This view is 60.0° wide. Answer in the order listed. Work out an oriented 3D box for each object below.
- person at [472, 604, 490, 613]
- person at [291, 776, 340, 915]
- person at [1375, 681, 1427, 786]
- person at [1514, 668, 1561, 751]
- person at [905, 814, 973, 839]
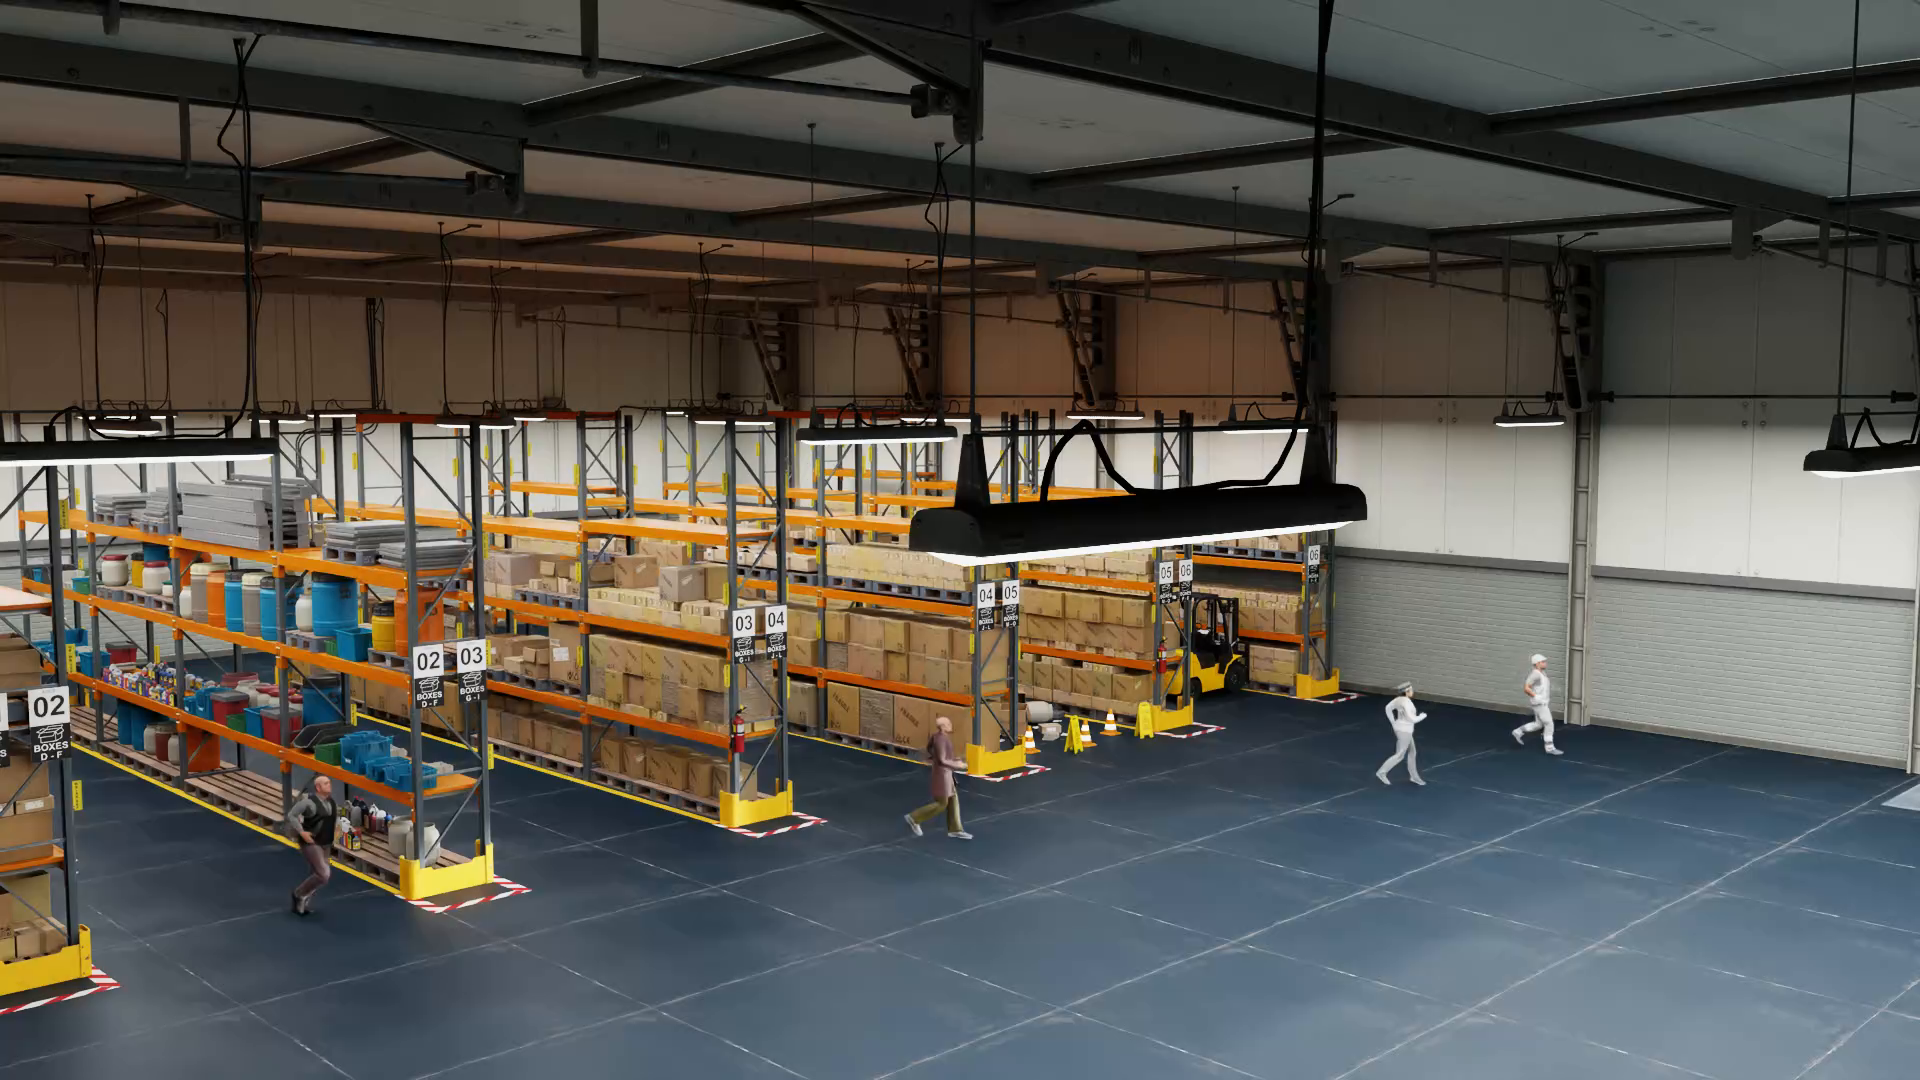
[{"bbox_3d":[-11.703,1.657,39.909,0.588,0.862,0.641,-5,7,-44],"label":"person"},{"bbox_3d":[-7.869,3.730,20.307,0.571,1.664,0.530,1,5,16],"label":"person"},{"bbox_3d":[7.144,3.131,26.914,0.866,1.722,0.467,0,5,-1],"label":"person"},{"bbox_3d":[10.198,2.988,29.423,0.769,1.460,0.636,3,6,28],"label":"person"},{"bbox_3d":[-0.300,4.142,23.694,0.984,0.303,0.281,0,5,-4],"label":"person"}]
